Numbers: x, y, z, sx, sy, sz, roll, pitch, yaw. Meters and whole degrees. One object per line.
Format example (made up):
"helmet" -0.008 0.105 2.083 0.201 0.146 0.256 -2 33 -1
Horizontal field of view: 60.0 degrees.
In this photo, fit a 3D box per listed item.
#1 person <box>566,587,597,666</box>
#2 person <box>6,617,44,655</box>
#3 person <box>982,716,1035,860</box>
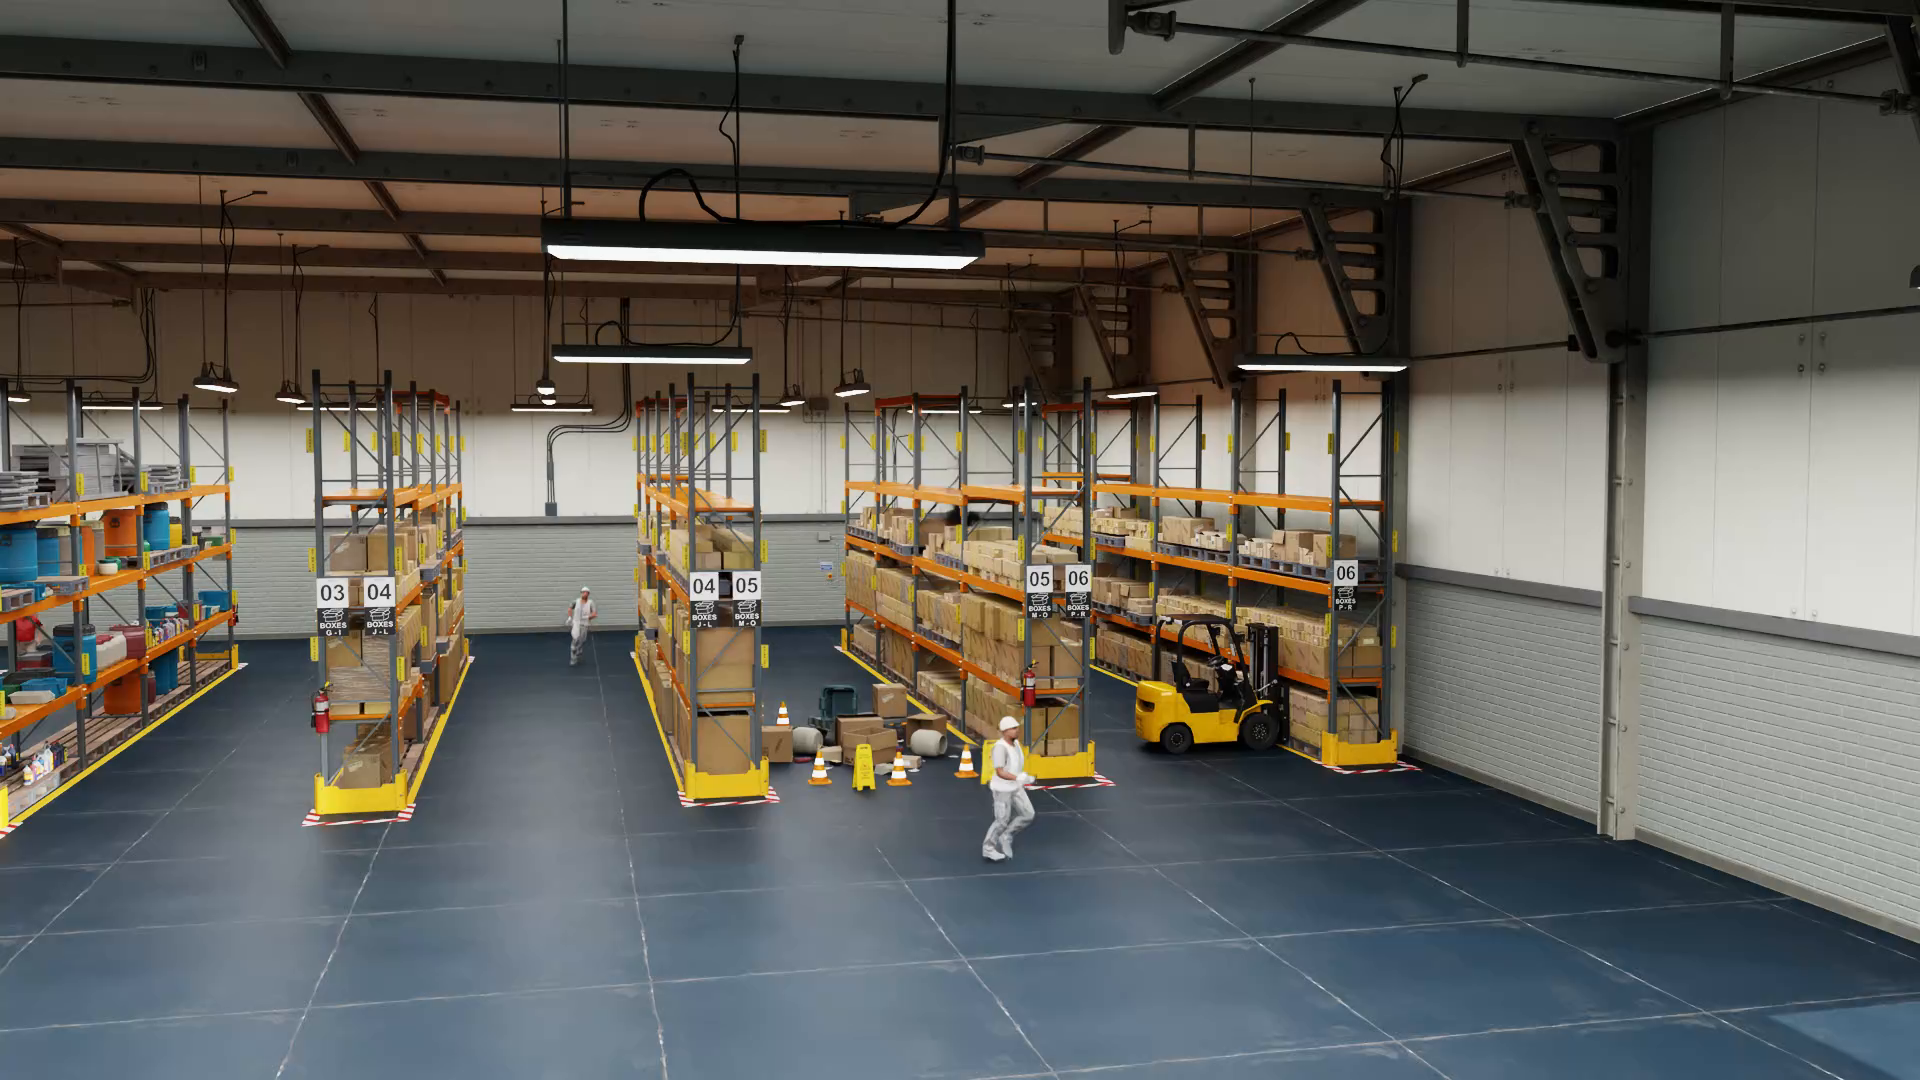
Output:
"person" -8.553 1.940 37.592 0.687 1.748 0.693 -1 3 -12
"person" -19.077 2.195 33.927 0.662 1.719 0.932 -1 4 -24
"person" 0.614 2.964 19.858 0.738 1.734 0.667 2 4 30
